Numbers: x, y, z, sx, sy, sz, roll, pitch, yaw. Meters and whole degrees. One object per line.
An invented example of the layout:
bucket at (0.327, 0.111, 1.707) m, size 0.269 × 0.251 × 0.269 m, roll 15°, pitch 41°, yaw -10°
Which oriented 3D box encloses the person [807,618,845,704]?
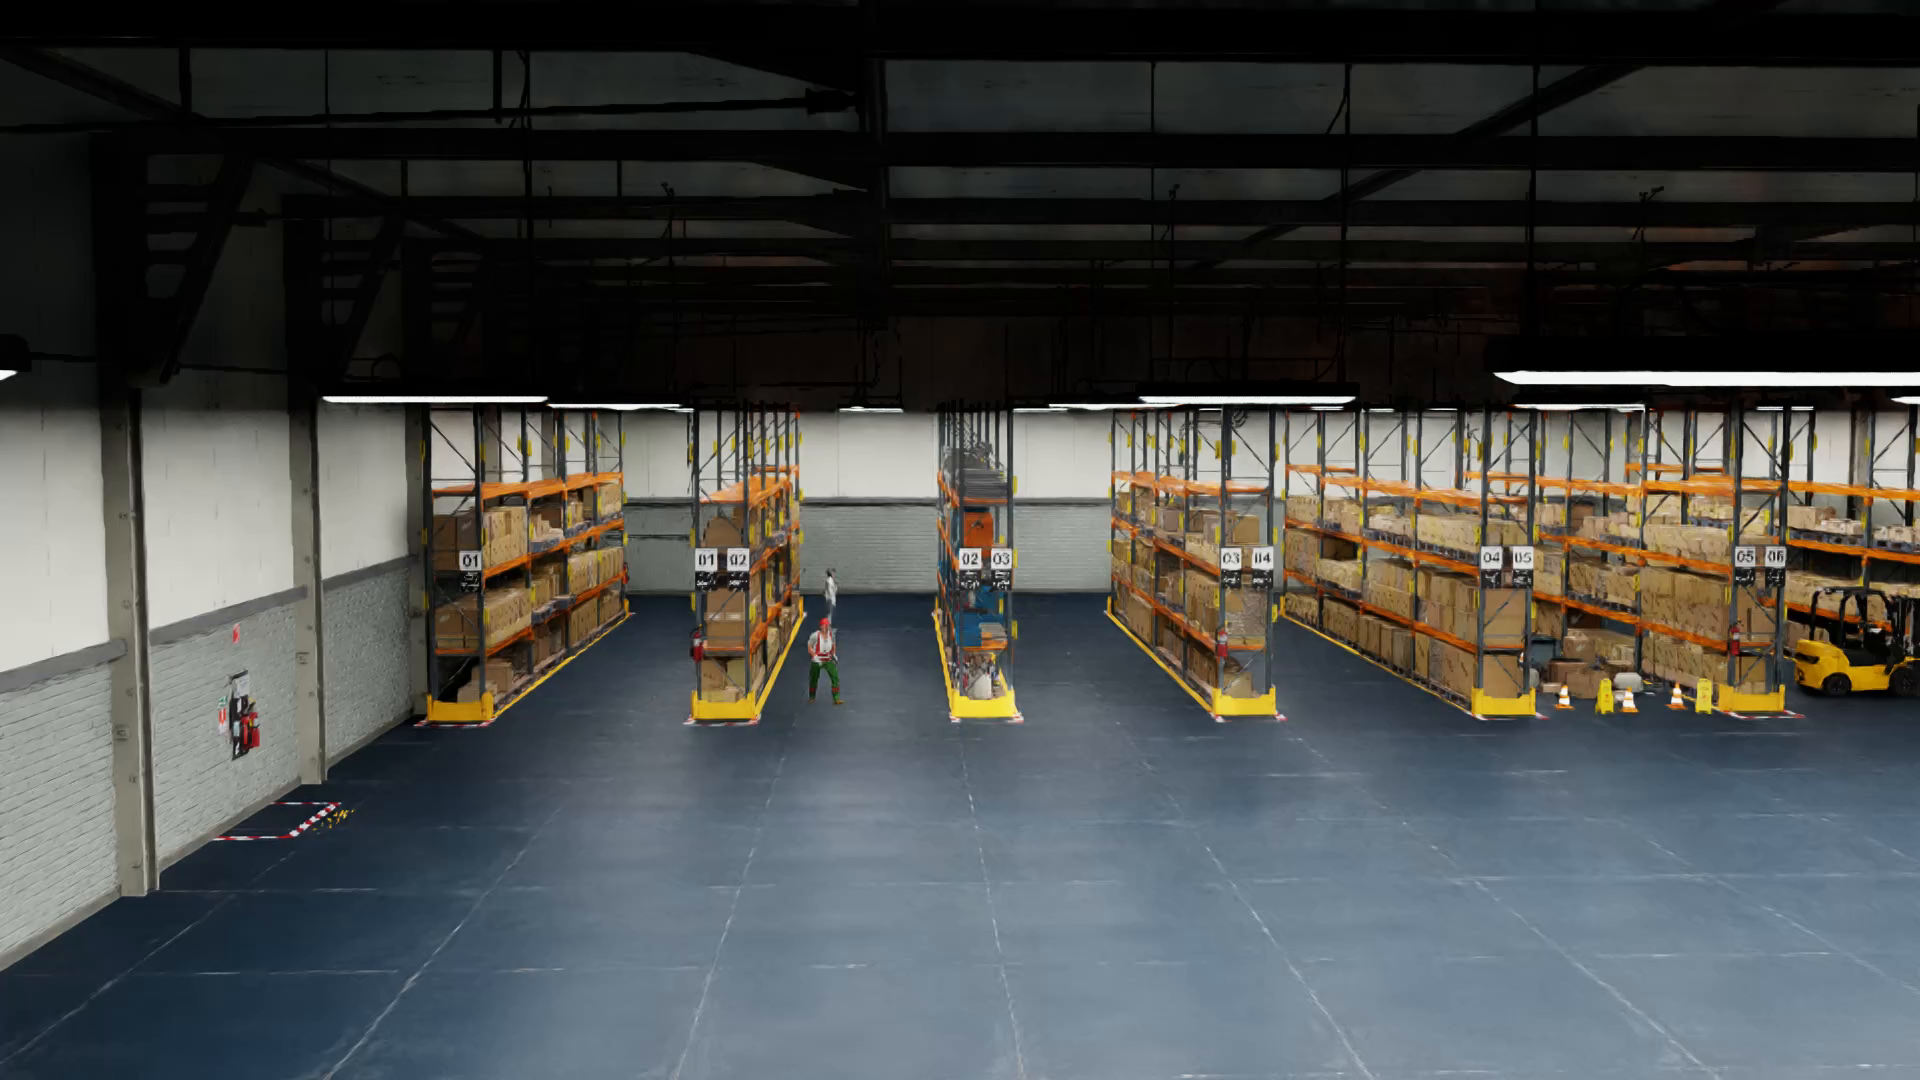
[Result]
person at (-2.693, 2.369, 32.708) m, size 0.683 × 1.718 × 0.811 m, roll -2°, pitch 5°, yaw -21°

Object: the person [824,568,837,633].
person at (-3.378, 1.572, 43.517) m, size 0.337 × 1.683 × 0.548 m, roll -1°, pitch 5°, yaw -16°

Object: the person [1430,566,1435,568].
person at (12.520, 1.513, 44.266) m, size 0.577 × 1.665 × 0.558 m, roll 2°, pitch 5°, yaw 20°

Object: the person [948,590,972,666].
person at (0.010, 1.920, 36.357) m, size 0.483 × 1.672 × 0.525 m, roll -1°, pitch 4°, yaw -10°
